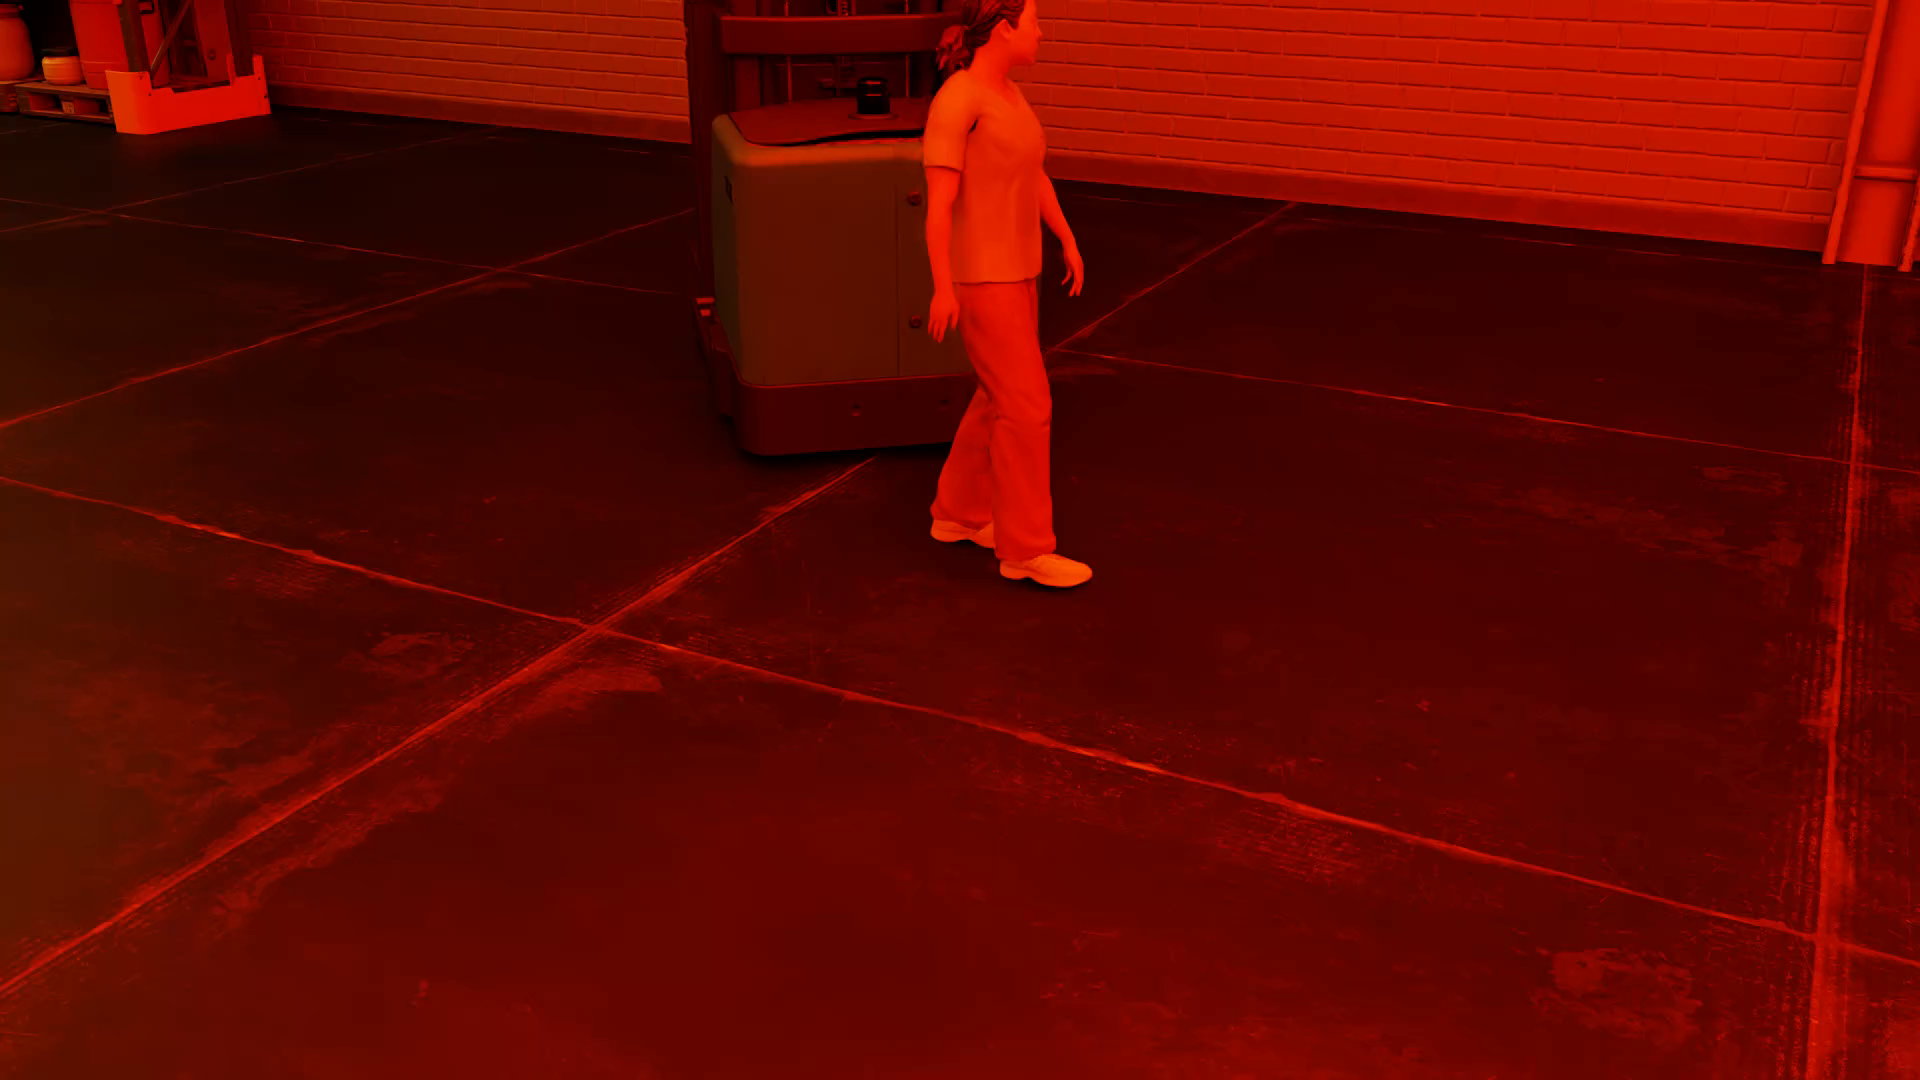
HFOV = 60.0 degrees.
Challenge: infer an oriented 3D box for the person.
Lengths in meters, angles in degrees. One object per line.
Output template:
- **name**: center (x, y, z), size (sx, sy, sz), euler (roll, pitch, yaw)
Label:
- **person**: center (0.175, -0.726, 4.665), size (0.578, 1.652, 0.599), euler (8, 24, 18)

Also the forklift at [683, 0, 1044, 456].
- **forklift**: center (-0.542, -2.176, 6.448), size (1.130, 2.935, 3.031), euler (-5, 23, -12)
